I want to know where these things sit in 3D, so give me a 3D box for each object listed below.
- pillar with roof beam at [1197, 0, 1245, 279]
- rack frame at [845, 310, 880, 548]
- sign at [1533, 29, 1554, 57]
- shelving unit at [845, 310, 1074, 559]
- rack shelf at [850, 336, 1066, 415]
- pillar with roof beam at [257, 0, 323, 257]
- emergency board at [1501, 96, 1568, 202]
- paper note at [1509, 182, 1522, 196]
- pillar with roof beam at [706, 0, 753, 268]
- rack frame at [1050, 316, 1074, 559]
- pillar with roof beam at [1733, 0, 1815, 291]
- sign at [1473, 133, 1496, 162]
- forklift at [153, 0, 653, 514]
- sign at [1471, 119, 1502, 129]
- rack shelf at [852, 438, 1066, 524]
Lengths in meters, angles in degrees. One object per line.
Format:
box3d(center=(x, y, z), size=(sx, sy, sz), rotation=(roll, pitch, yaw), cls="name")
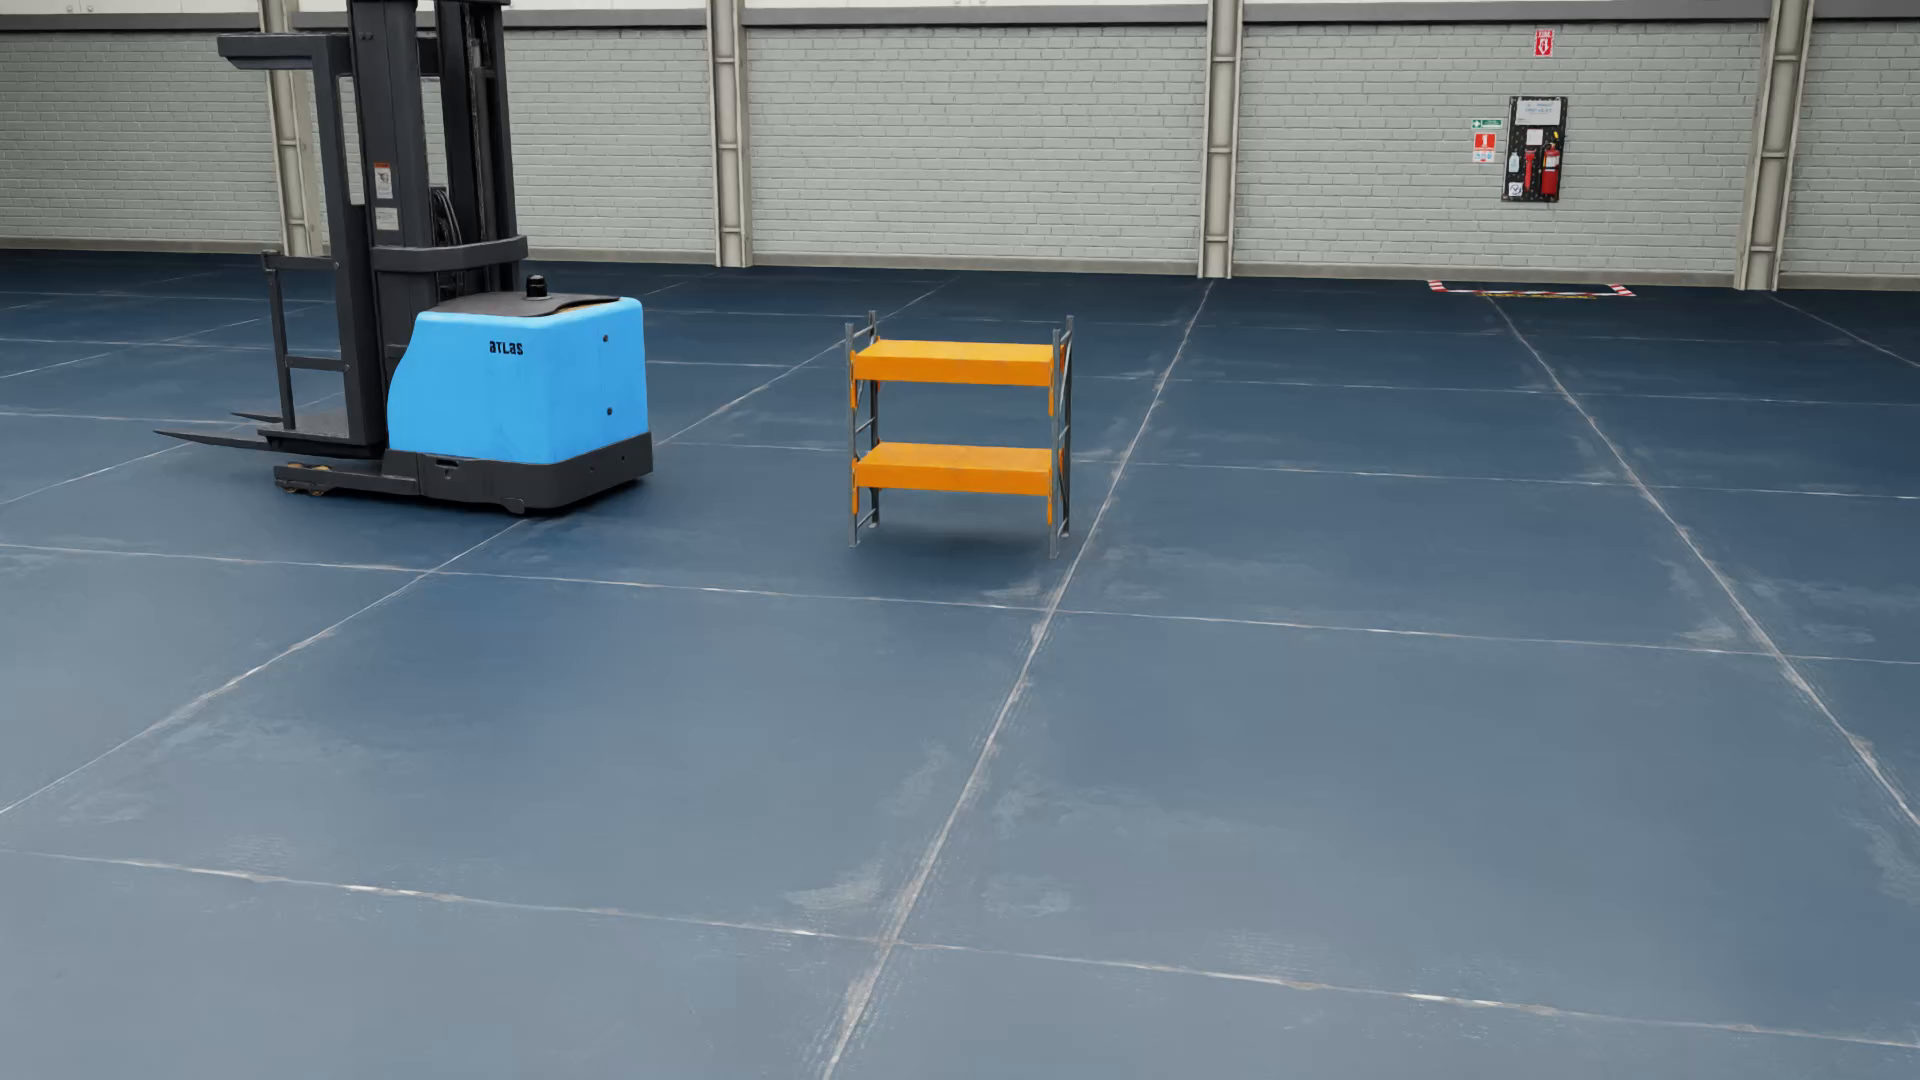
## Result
box3d(center=(2.183, -6.349, 14.554), size=(0.400, 9.000, 9.100), rotation=(3, 16, 11), cls="pillar with roof beam")
box3d(center=(-0.492, -0.569, 8.438), size=(0.032, 1.125, 0.500), rotation=(3, 16, 11), cls="rack frame")
box3d(center=(6.518, -5.549, 18.565), size=(0.199, 0.298, 0.001), rotation=(3, 16, 11), cls="sign")
box3d(center=(0.007, -0.542, 8.341), size=(1.048, 1.125, 0.538), rotation=(3, 16, 11), cls="shelving unit")
box3d(center=(0.007, -0.824, 8.262), size=(1.000, 0.278, 0.538), rotation=(3, 16, 11), cls="rack shelf")
box3d(center=(-9.576, -6.987, 16.858), size=(0.400, 9.000, 9.100), rotation=(3, 16, 11), cls="pillar with roof beam")
box3d(center=(6.506, -4.406, 18.778), size=(0.643, 1.169, 0.194), rotation=(3, 16, 11), cls="emergency board")
box3d(center=(6.347, -4.009, 18.995), size=(0.142, 0.148, 0.016), rotation=(3, 16, 11), cls="paper note")
box3d(center=(-3.697, -6.668, 15.706), size=(0.400, 9.000, 9.100), rotation=(3, 16, 11), cls="pillar with roof beam")
box3d(center=(0.505, -0.515, 8.243), size=(0.032, 1.125, 0.500), rotation=(3, 16, 11), cls="rack frame")
box3d(center=(8.063, -6.029, 13.401), size=(0.400, 9.000, 9.100), rotation=(3, 16, 11), cls="pillar with roof beam")
box3d(center=(5.985, -4.479, 18.977), size=(0.234, 0.329, 0.001), rotation=(3, 16, 11), cls="sign")
box3d(center=(-3.352, -1.785, 9.446), size=(3.031, 2.935, 1.130), rotation=(6, 17, 22), cls="forklift")
box3d(center=(5.988, -4.732, 18.897), size=(0.331, 0.109, 0.001), rotation=(3, 16, 11), cls="sign")
box3d(center=(0.007, -0.306, 8.406), size=(1.000, 0.278, 0.538), rotation=(3, 16, 11), cls="rack shelf")
